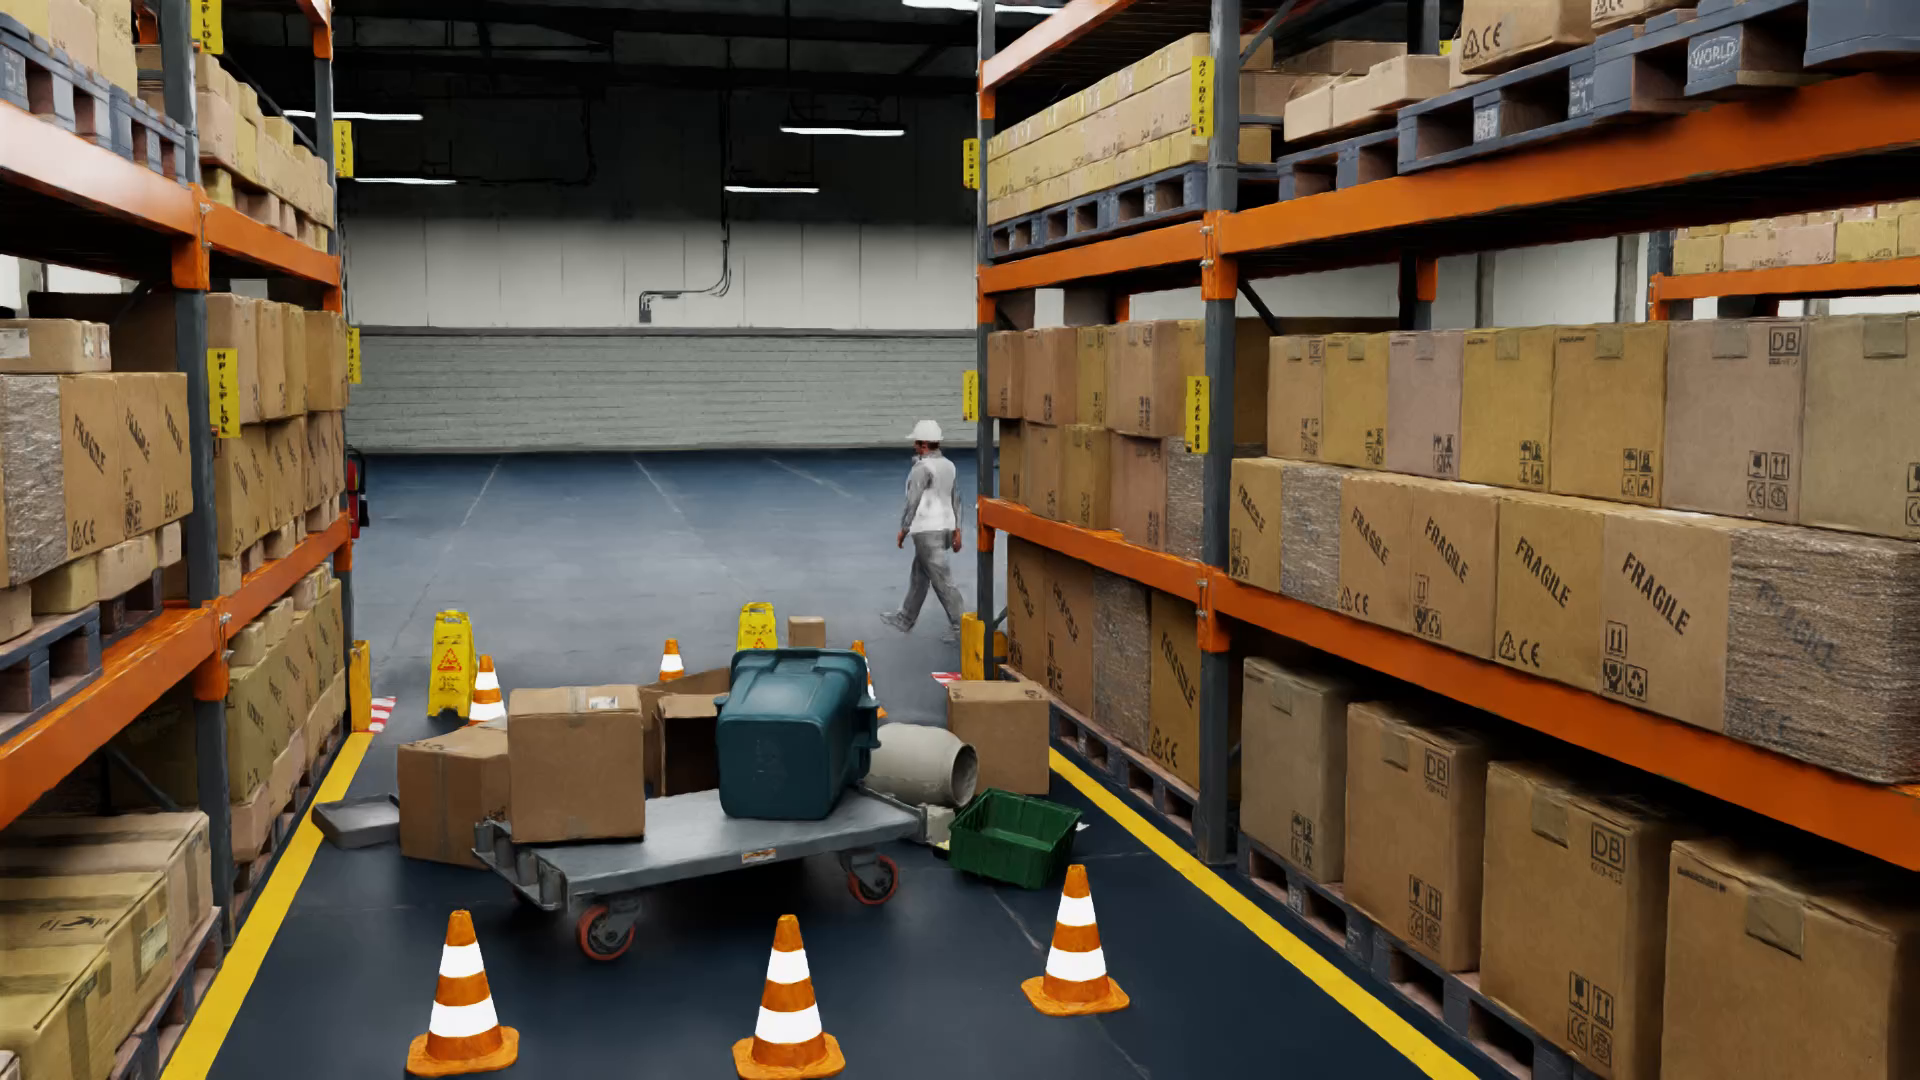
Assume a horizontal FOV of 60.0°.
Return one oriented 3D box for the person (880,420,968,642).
[{"bbox_3d":[-0.295,-0.086,13.124,0.989,1.726,0.571,3,7,25],"label":"person"}]
